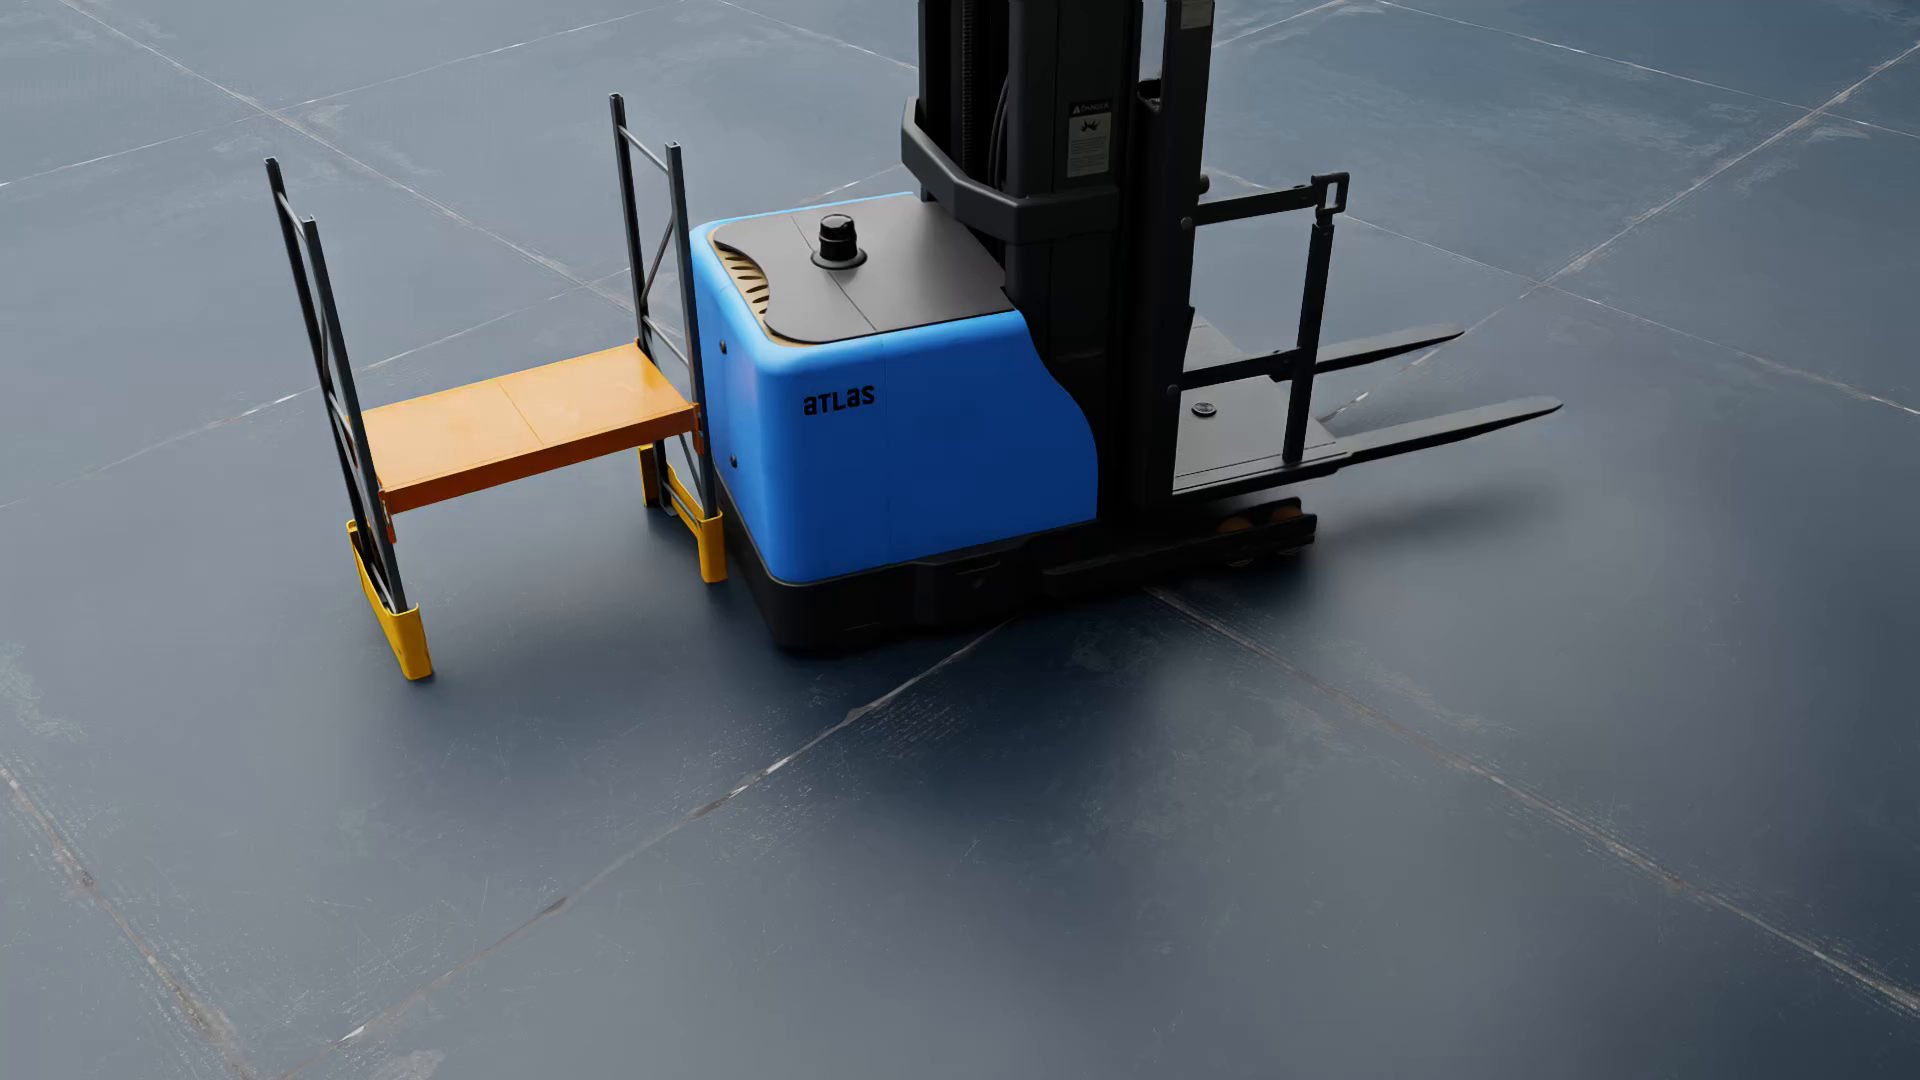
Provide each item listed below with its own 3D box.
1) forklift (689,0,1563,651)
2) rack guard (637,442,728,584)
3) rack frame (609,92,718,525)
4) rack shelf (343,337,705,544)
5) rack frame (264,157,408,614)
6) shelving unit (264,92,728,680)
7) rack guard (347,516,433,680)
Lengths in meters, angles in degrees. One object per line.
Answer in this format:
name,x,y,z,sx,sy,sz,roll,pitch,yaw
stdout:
forklift,0.673,-1.381,5.168,3.031,2.935,1.130,-12,37,-17
rack guard,-0.952,-0.110,5.689,0.087,0.250,0.587,-18,39,-24
rack frame,-0.935,-0.628,5.339,0.032,1.500,0.500,-18,39,-24
rack shelf,-1.375,-0.334,5.232,1.000,0.185,0.538,-18,39,-24
rack frame,-1.814,-0.335,4.919,0.032,1.500,0.500,-18,39,-24
shelving unit,-1.382,-0.479,5.126,1.083,1.500,0.587,-18,39,-24
rack guard,-1.813,0.177,5.277,0.087,0.250,0.587,-18,39,-24
